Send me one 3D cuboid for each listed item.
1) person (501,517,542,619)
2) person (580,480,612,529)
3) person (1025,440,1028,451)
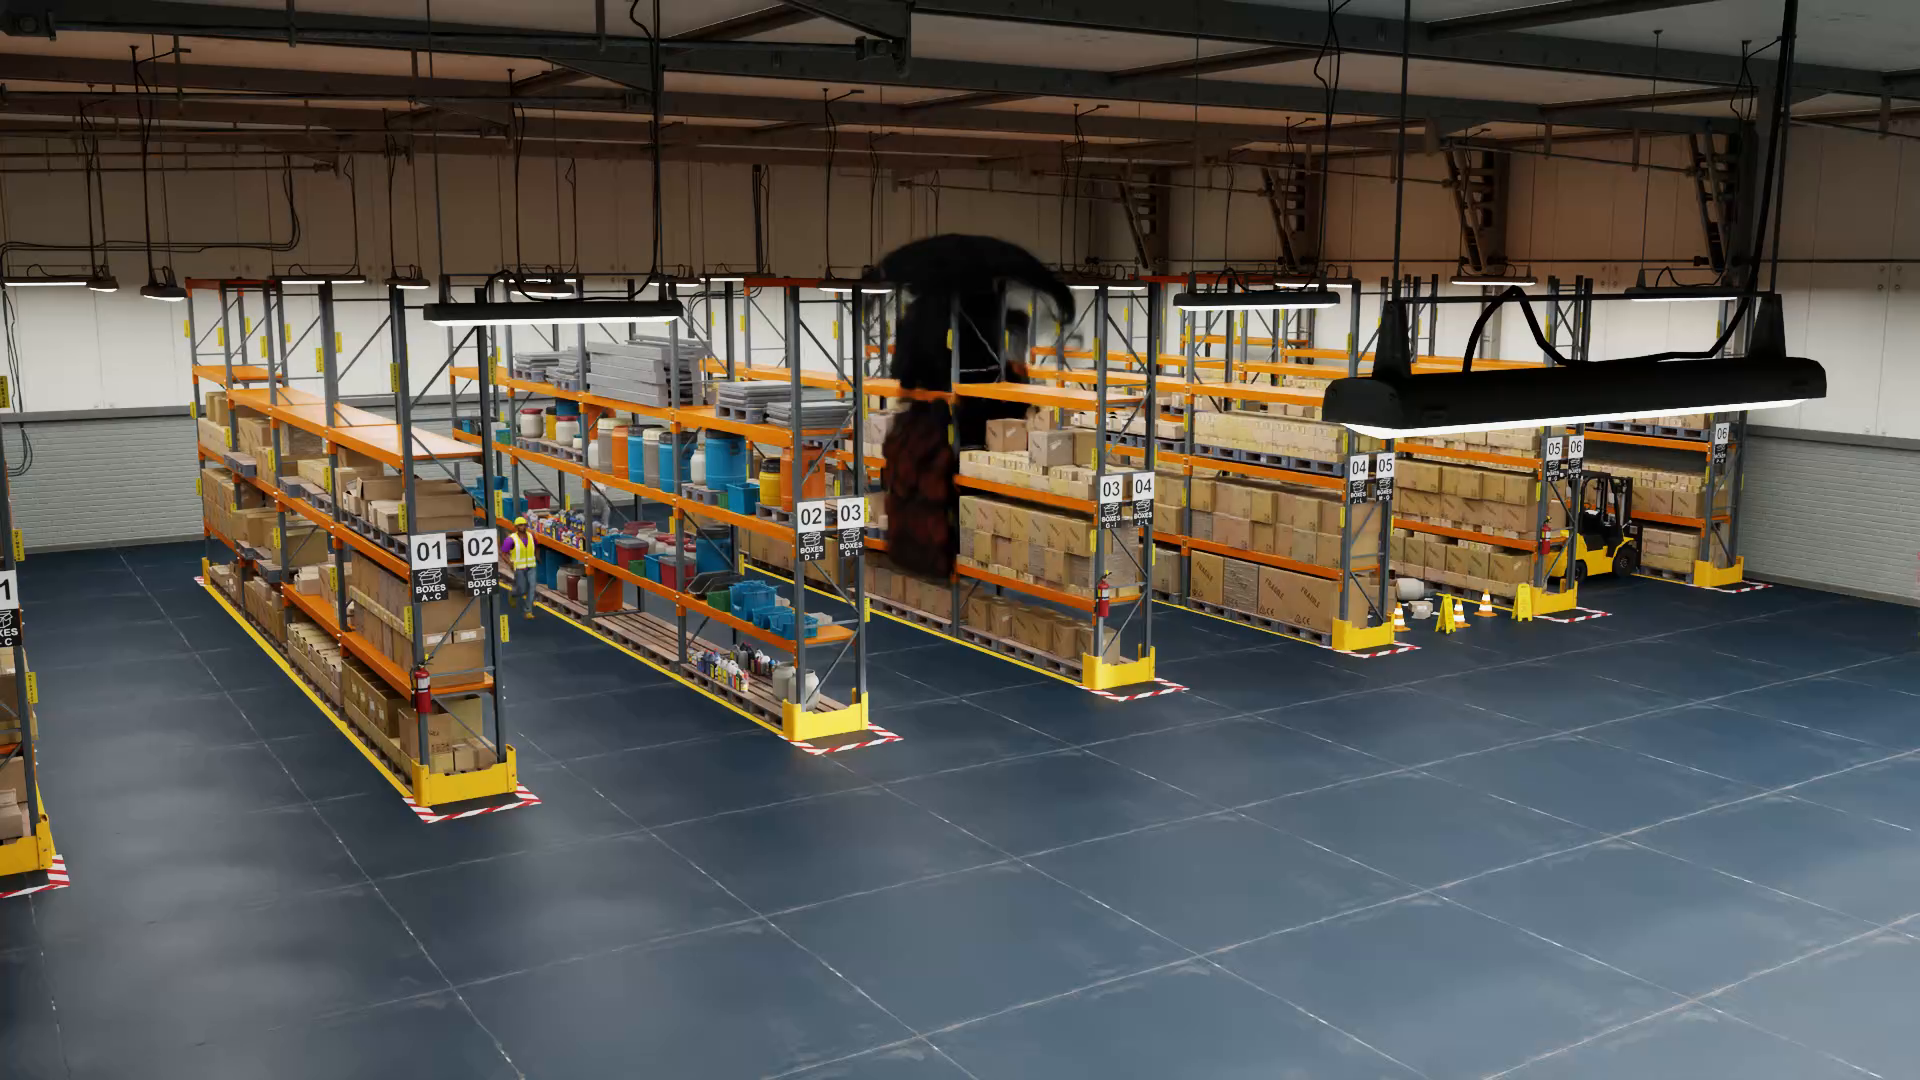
[{"bbox_3d":[-7.436,0.466,28.300,0.710,1.737,0.723,-8,12,-39],"label":"person"},{"bbox_3d":[-8.548,-1.048,39.051,0.837,1.766,0.662,-3,10,-18],"label":"person"},{"bbox_3d":[1.850,-2.006,44.802,0.555,1.676,0.745,0,10,2],"label":"person"}]
